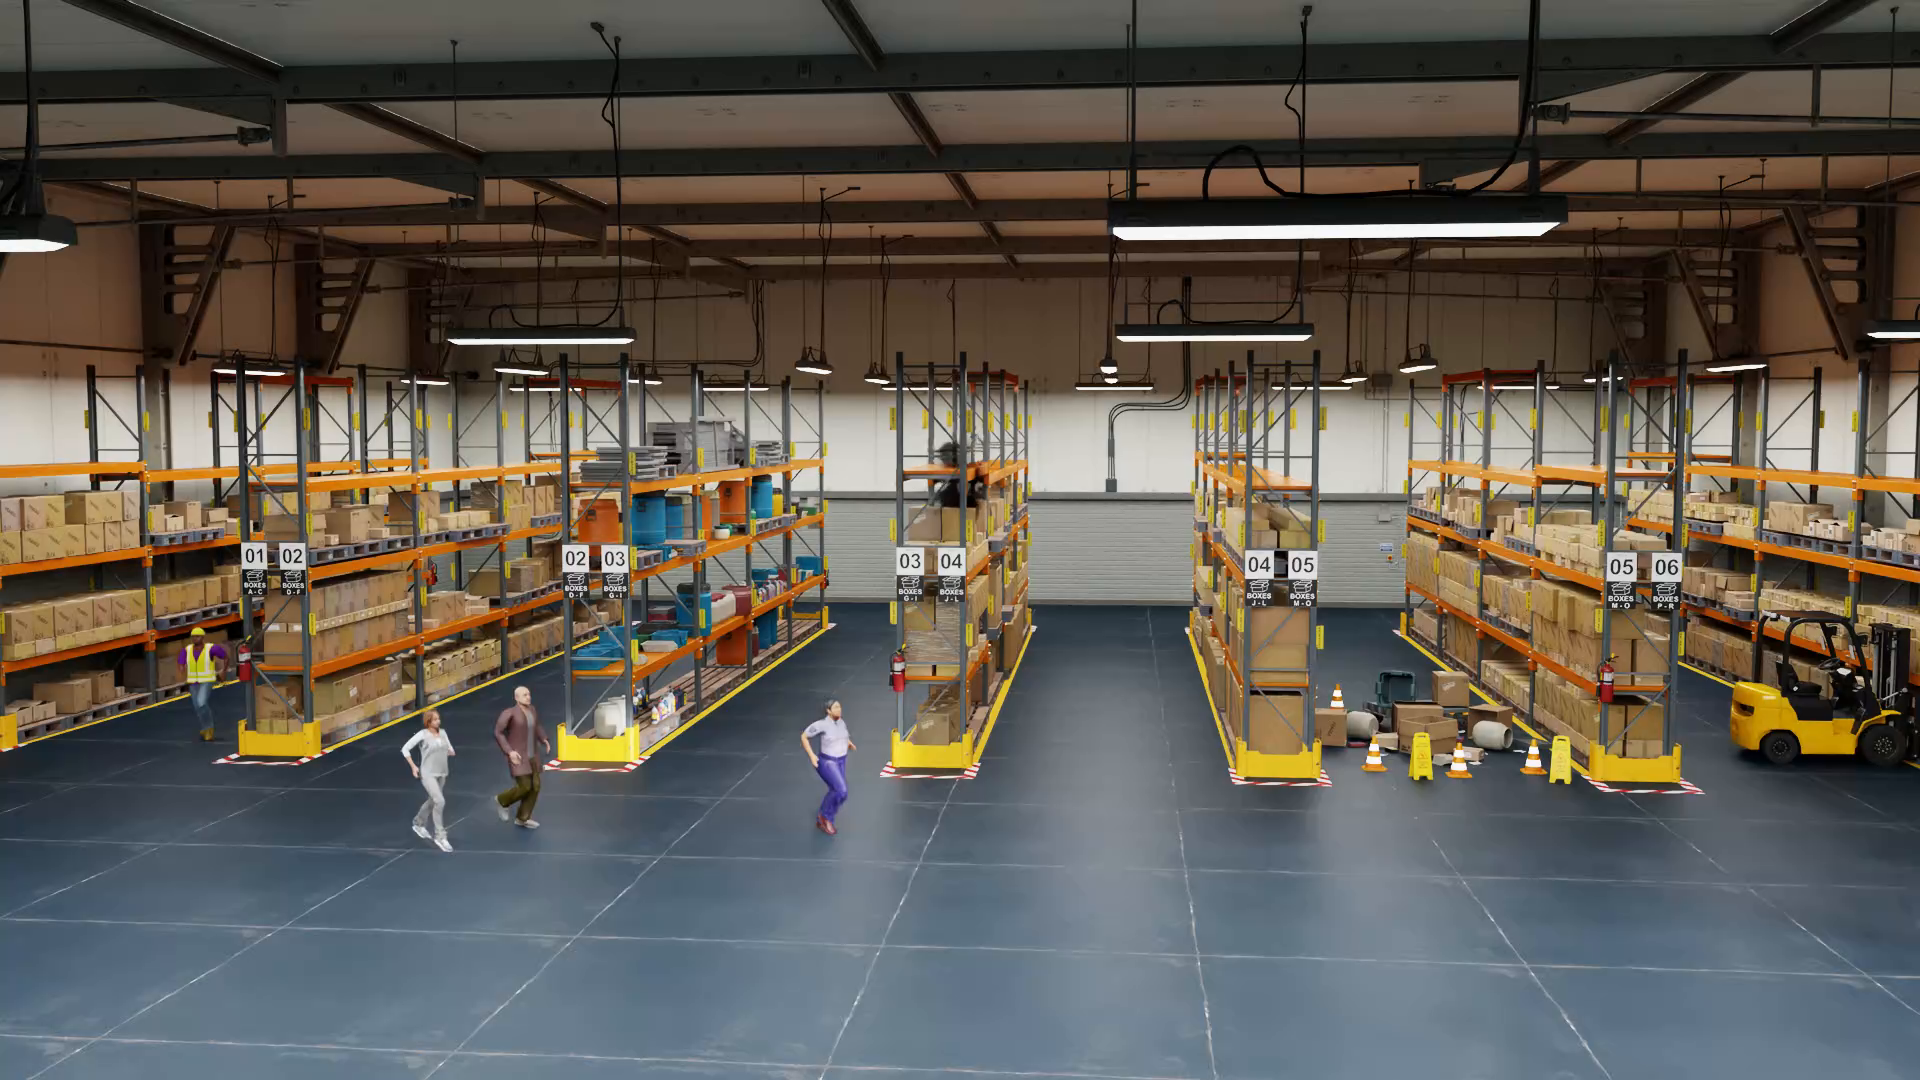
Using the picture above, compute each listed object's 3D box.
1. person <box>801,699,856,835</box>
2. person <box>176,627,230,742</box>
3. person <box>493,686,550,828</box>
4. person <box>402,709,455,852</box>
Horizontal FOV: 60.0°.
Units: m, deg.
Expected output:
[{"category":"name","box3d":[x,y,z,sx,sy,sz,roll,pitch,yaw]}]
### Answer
[{"category":"person","box3d":[-1.530,2.765,20.204,0.637,1.621,0.592,3,5,33]},{"category":"person","box3d":[-11.948,2.248,26.135,0.700,1.754,0.737,0,4,2]},{"category":"person","box3d":[-5.435,2.674,20.580,0.635,1.750,0.731,2,5,30]},{"category":"person","box3d":[-6.210,2.801,19.548,0.754,1.632,0.516,2,5,29]}]
